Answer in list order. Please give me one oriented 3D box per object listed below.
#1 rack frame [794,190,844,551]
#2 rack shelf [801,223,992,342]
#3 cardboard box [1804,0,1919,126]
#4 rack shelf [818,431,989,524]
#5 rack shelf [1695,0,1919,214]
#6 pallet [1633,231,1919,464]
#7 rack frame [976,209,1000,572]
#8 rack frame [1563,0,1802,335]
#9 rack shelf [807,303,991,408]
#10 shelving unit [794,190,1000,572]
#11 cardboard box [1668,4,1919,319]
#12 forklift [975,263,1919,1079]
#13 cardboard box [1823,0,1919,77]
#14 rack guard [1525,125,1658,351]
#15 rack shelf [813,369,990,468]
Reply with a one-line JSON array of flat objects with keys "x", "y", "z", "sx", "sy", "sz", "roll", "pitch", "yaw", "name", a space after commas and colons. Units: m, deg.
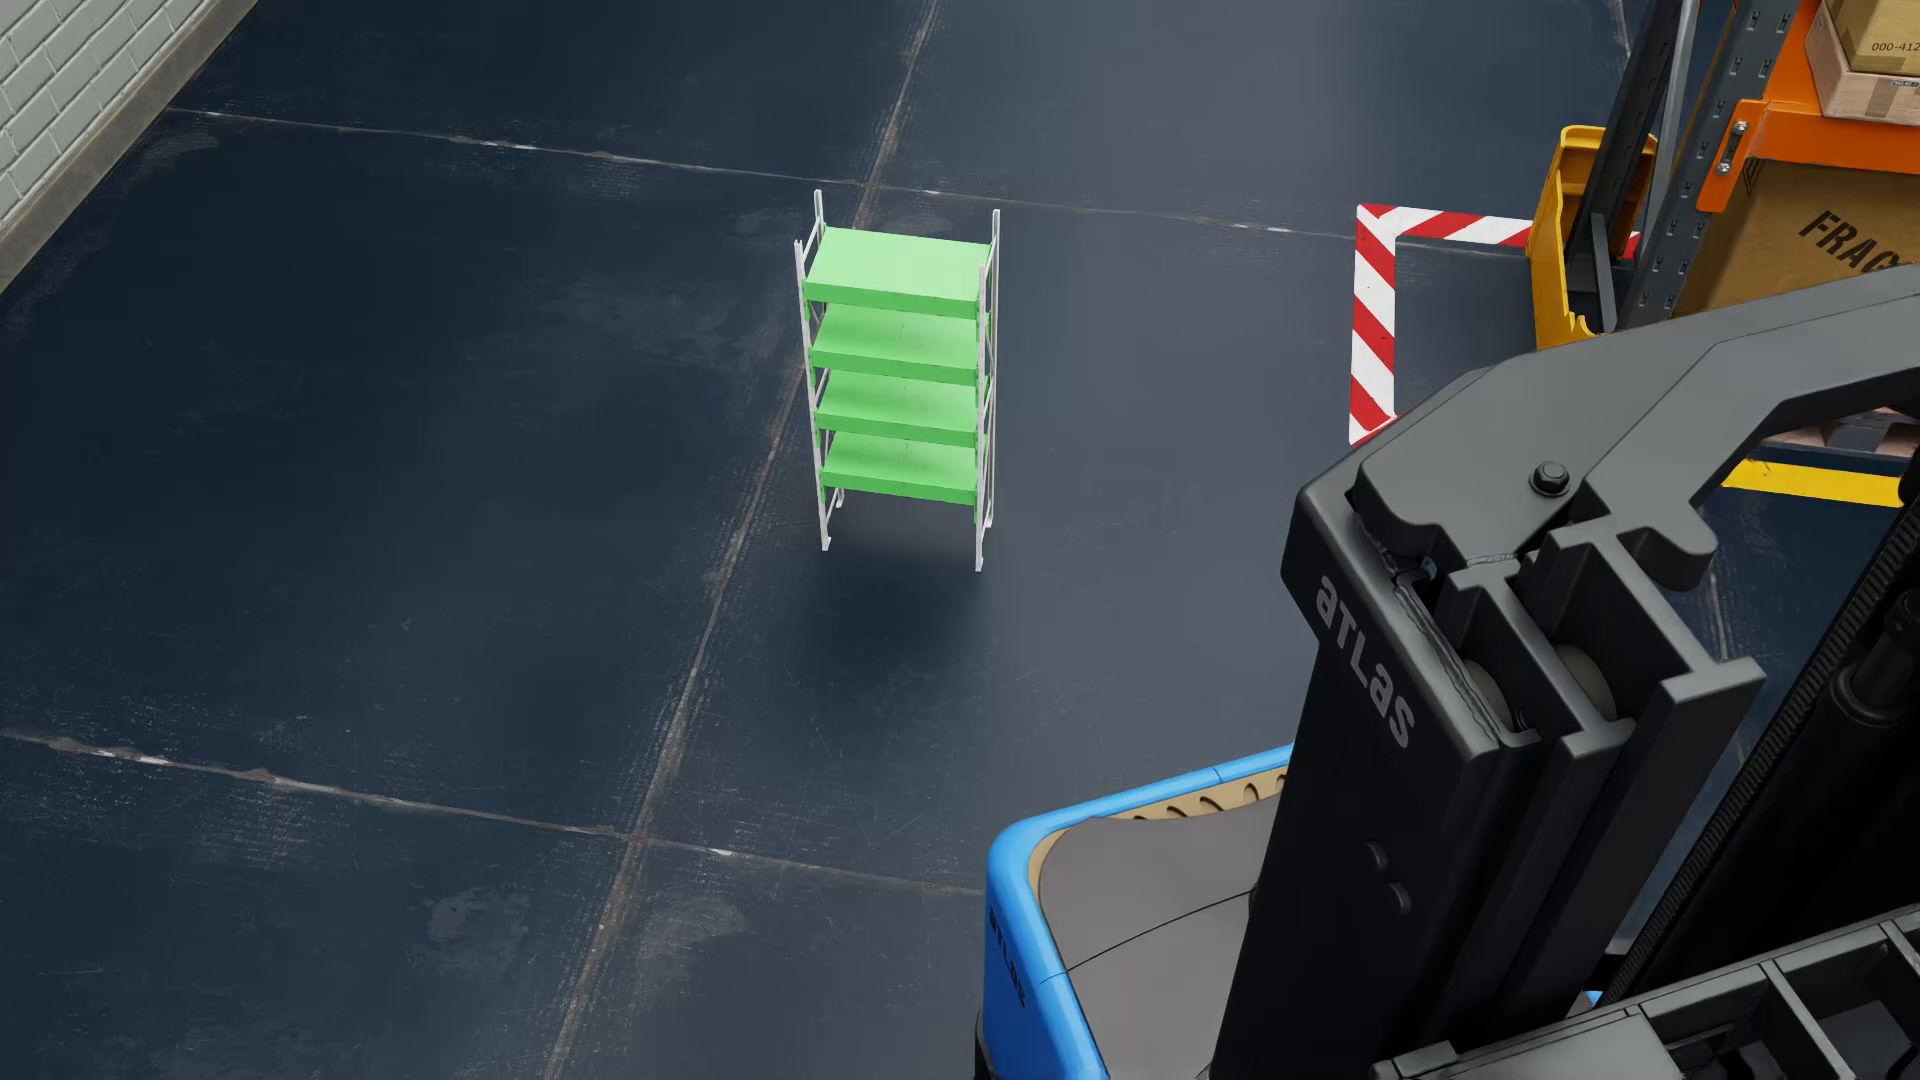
[{"x": -0.403, "y": -0.455, "z": 4.852, "sx": 0.015, "sy": 1.200, "sz": 0.240, "roll": 8, "pitch": 49, "yaw": 7, "name": "rack frame"}, {"x": -0.163, "y": -0.701, "z": 4.514, "sx": 0.480, "sy": 0.148, "sz": 0.258, "roll": 8, "pitch": 49, "yaw": 7, "name": "rack shelf"}, {"x": 2.511, "y": -1.322, "z": 4.590, "sx": 0.250, "sy": 0.149, "sz": 0.380, "roll": 8, "pitch": 49, "yaw": 7, "name": "cardboard box"}, {"x": -0.163, "y": -0.220, "z": 5.049, "sx": 0.480, "sy": 0.148, "sz": 0.258, "roll": 8, "pitch": 49, "yaw": 7, "name": "rack shelf"}, {"x": 4.189, "y": -1.189, "z": 4.786, "sx": 4.000, "sy": 0.370, "sz": 1.077, "roll": 8, "pitch": 49, "yaw": 7, "name": "rack shelf"}, {"x": 3.021, "y": -0.714, "z": 5.749, "sx": 1.213, "sy": 0.211, "sz": 1.003, "roll": 8, "pitch": 49, "yaw": 7, "name": "pallet"}, {"x": 0.077, "y": -0.391, "z": 4.794, "sx": 0.015, "sy": 1.200, "sz": 0.240, "roll": 8, "pitch": 49, "yaw": 7, "name": "rack frame"}, {"x": 2.221, "y": -1.694, "z": 4.756, "sx": 0.127, "sy": 3.000, "sz": 1.000, "roll": 8, "pitch": 49, "yaw": 7, "name": "rack frame"}, {"x": -0.163, "y": -0.541, "z": 4.692, "sx": 0.480, "sy": 0.148, "sz": 0.258, "roll": 8, "pitch": 49, "yaw": 7, "name": "rack shelf"}, {"x": -0.163, "y": -0.423, "z": 4.823, "sx": 0.503, "sy": 1.200, "sz": 0.258, "roll": 8, "pitch": 49, "yaw": 7, "name": "shelving unit"}, {"x": 2.865, "y": -1.098, "z": 5.366, "sx": 0.875, "sy": 0.875, "sz": 0.875, "roll": 8, "pitch": 49, "yaw": 7, "name": "cardboard box"}, {"x": 0.977, "y": 1.246, "z": 2.160, "sx": 1.130, "sy": 2.935, "sz": 3.031, "roll": -14, "pitch": 49, "yaw": -12, "name": "forklift"}, {"x": 2.645, "y": -1.482, "z": 4.466, "sx": 0.500, "sy": 0.250, "sz": 0.500, "roll": 7, "pitch": 48, "yaw": 6, "name": "cardboard box"}, {"x": 2.197, "y": -0.862, "z": 5.688, "sx": 0.348, "sy": 0.500, "sz": 1.175, "roll": 8, "pitch": 49, "yaw": 7, "name": "rack guard"}, {"x": -0.163, "y": -0.380, "z": 4.871, "sx": 0.480, "sy": 0.148, "sz": 0.258, "roll": 8, "pitch": 49, "yaw": 7, "name": "rack shelf"}]
